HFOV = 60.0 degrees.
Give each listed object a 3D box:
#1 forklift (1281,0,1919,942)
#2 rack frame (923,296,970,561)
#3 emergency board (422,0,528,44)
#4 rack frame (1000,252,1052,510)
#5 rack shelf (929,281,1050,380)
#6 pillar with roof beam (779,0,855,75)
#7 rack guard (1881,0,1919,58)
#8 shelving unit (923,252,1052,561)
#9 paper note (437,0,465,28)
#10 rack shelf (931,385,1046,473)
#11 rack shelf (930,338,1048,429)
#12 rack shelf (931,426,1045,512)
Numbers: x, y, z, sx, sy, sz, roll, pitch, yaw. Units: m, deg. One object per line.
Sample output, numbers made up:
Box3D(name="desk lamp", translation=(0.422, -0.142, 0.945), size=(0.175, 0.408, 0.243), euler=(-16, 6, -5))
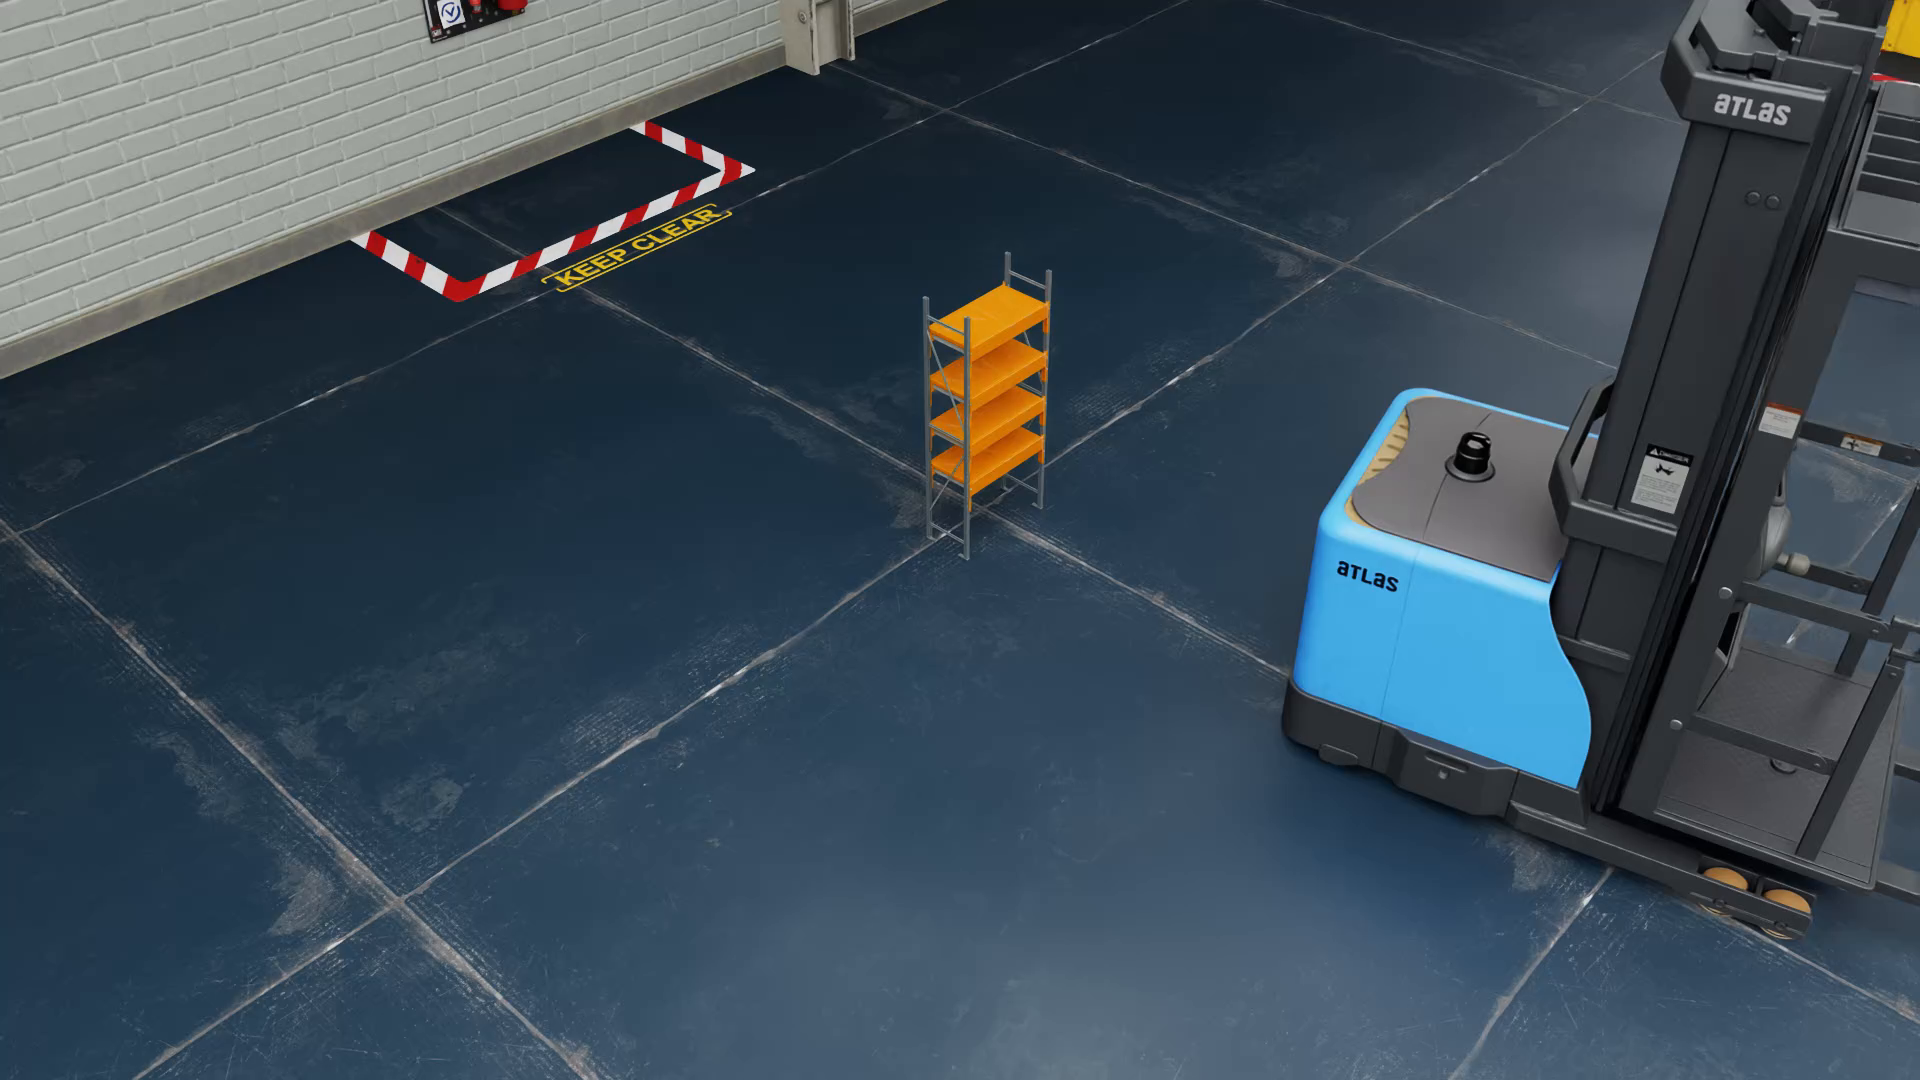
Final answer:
Box3D(name="forklift", translation=(2.748, -0.193, 5.138), size=(3.031, 2.935, 1.130), euler=(19, 42, 22))
Box3D(name="rack frame", translation=(-0.053, -0.434, 6.831), size=(0.240, 1.200, 0.015), euler=(30, 47, 32))
Box3D(name="emergency board", translation=(-2.656, -3.332, 9.030), size=(0.194, 1.169, 0.643), euler=(30, 47, 32))
Box3D(name="rack frame", translation=(0.276, -0.658, 7.113), size=(0.240, 1.200, 0.015), euler=(30, 47, 32))
Box3D(name="rack shelf", translation=(0.112, -0.853, 6.728), size=(0.258, 0.148, 0.480), euler=(30, 47, 32))
Box3D(name="pillar with roof beam", translation=(2.217, -4.991, 6.297), size=(9.100, 9.000, 0.400), euler=(30, 47, 32))
Box3D(name="rack guard", translation=(6.896, -3.455, 11.193), size=(1.175, 0.500, 0.348), euler=(30, 47, 32))
Box3D(name="shelving unit", translation=(0.112, -0.546, 6.972), size=(0.258, 1.200, 0.503), euler=(30, 47, 32))
Box3D(name="paper note", translation=(-2.826, -2.934, 9.238), size=(0.016, 0.148, 0.142), euler=(30, 47, 32))
Box3D(name="rack shelf", translation=(0.112, -0.493, 7.014), size=(0.258, 0.148, 0.480), euler=(30, 47, 32))
Box3D(name="rack shelf", translation=(0.112, -0.668, 6.875), size=(0.258, 0.148, 0.480), euler=(30, 47, 32))
Box3D(name="rack shelf", translation=(0.112, -0.338, 7.138), size=(0.258, 0.148, 0.480), euler=(30, 47, 32))
